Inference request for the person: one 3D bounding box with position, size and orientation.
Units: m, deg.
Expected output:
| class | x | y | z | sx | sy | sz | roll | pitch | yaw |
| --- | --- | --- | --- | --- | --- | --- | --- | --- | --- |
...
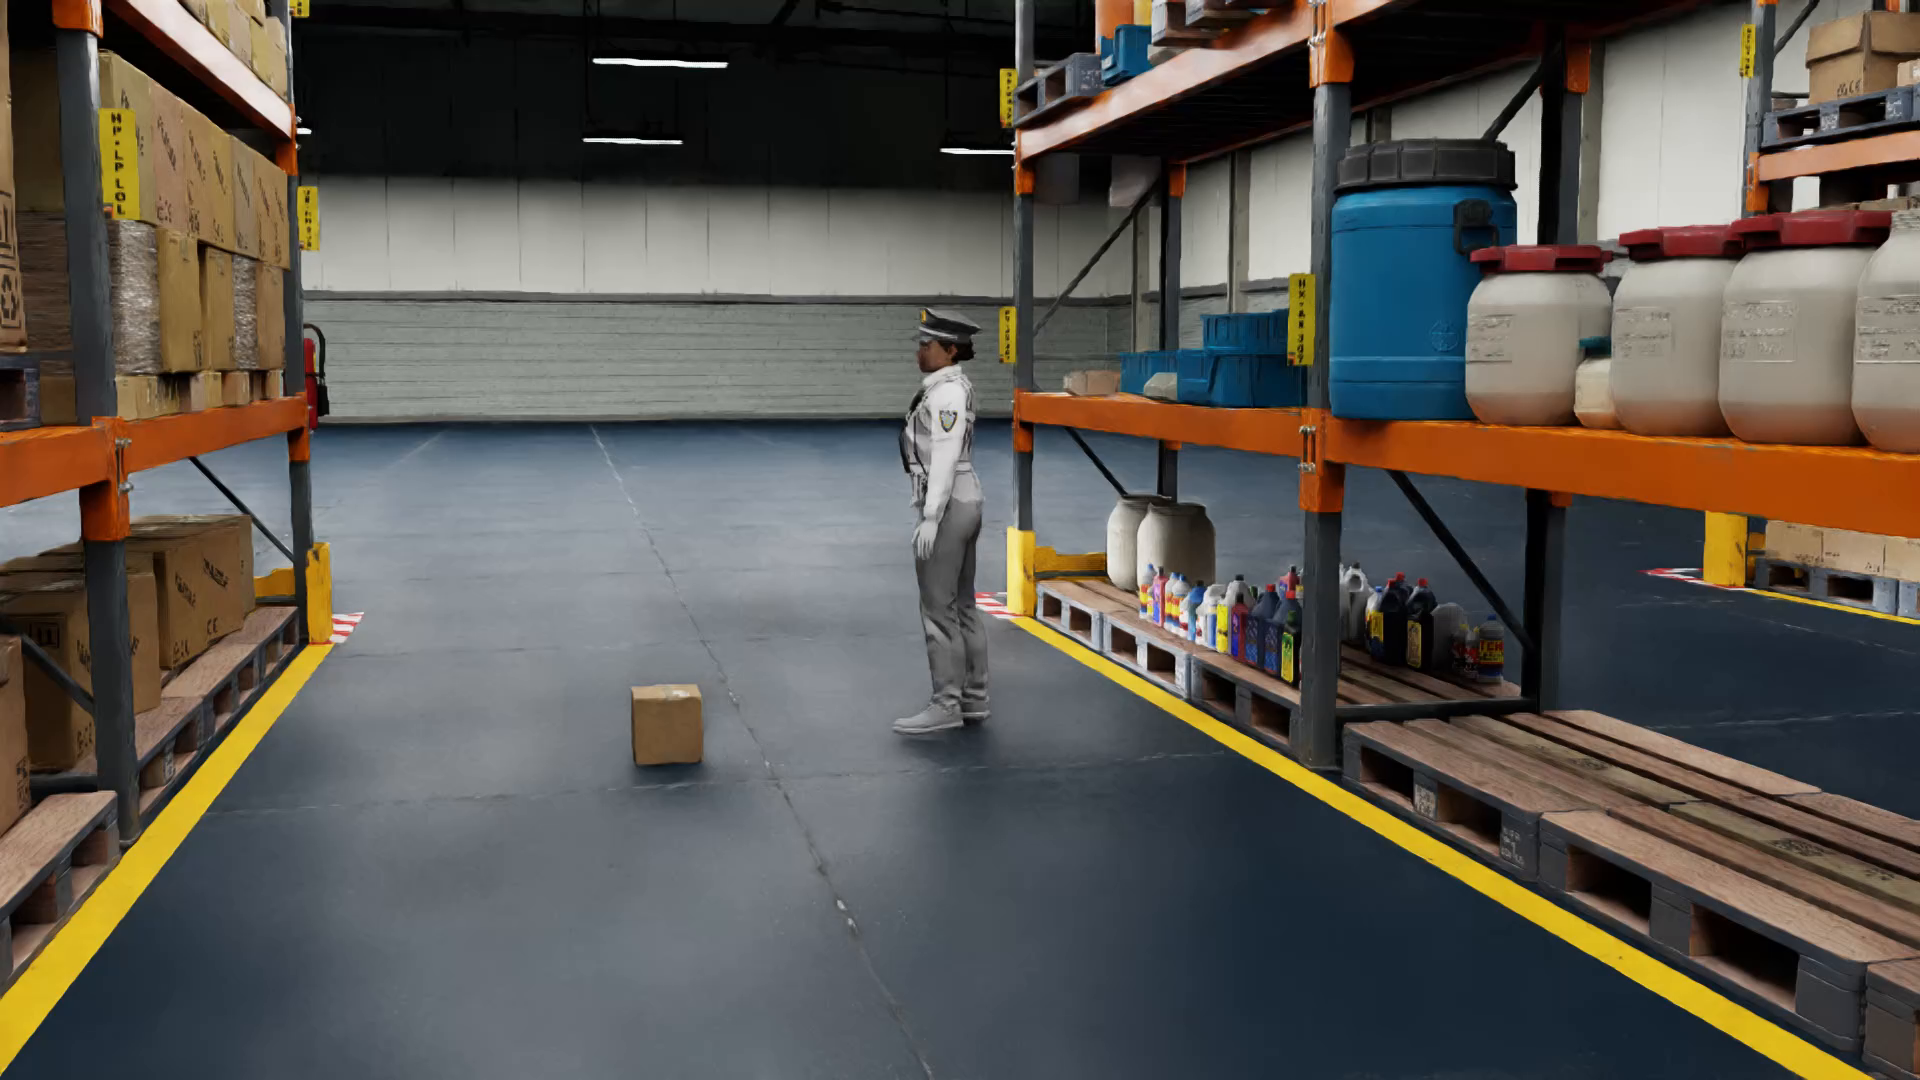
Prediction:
| class | x | y | z | sx | sy | sz | roll | pitch | yaw |
| --- | --- | --- | --- | --- | --- | --- | --- | --- | --- |
| person | -0.068 | -0.084 | 6.653 | 0.355 | 1.683 | 0.577 | 1 | 6 | 8 |
